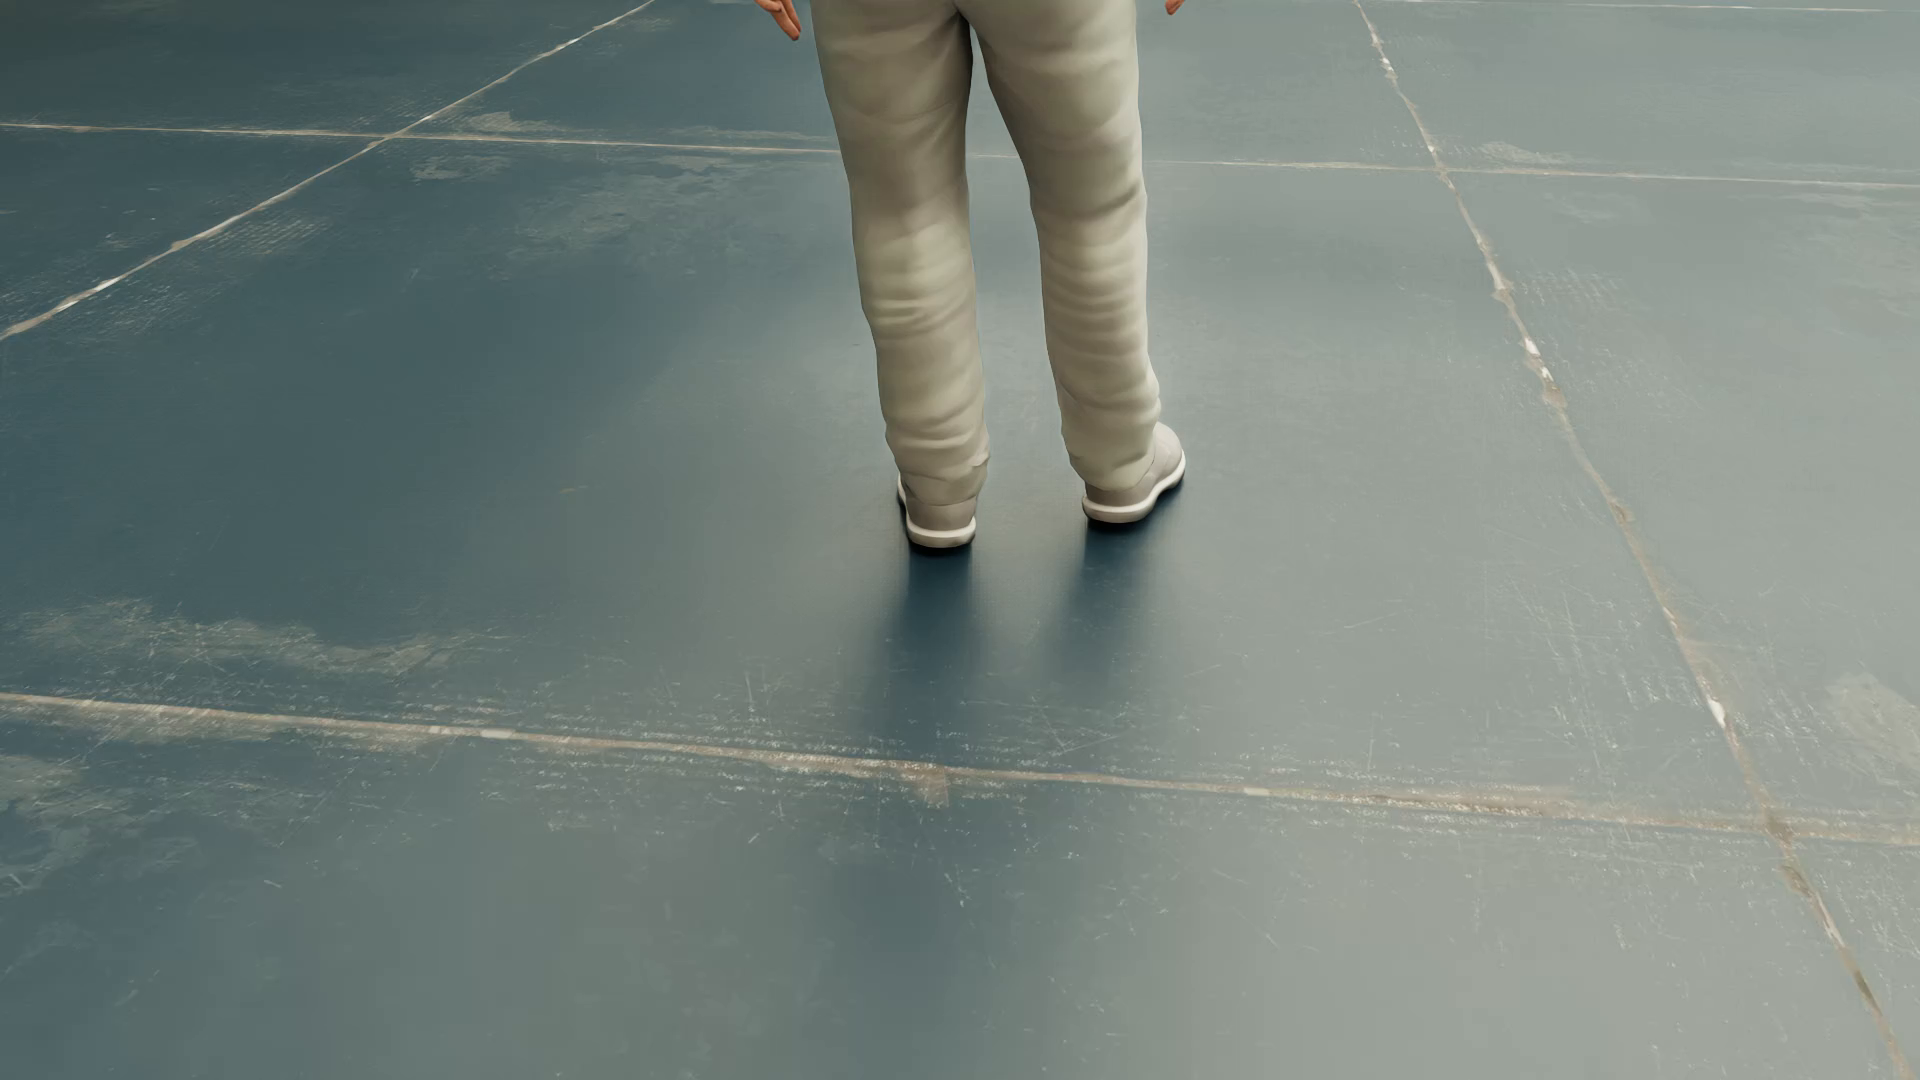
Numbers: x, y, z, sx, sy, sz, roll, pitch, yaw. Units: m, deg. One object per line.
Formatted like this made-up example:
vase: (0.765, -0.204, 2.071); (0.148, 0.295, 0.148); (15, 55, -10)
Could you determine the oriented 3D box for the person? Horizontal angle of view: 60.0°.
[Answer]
person: (0.022, -0.838, 2.167); (0.641, 1.780, 0.574); (3, 27, 7)
